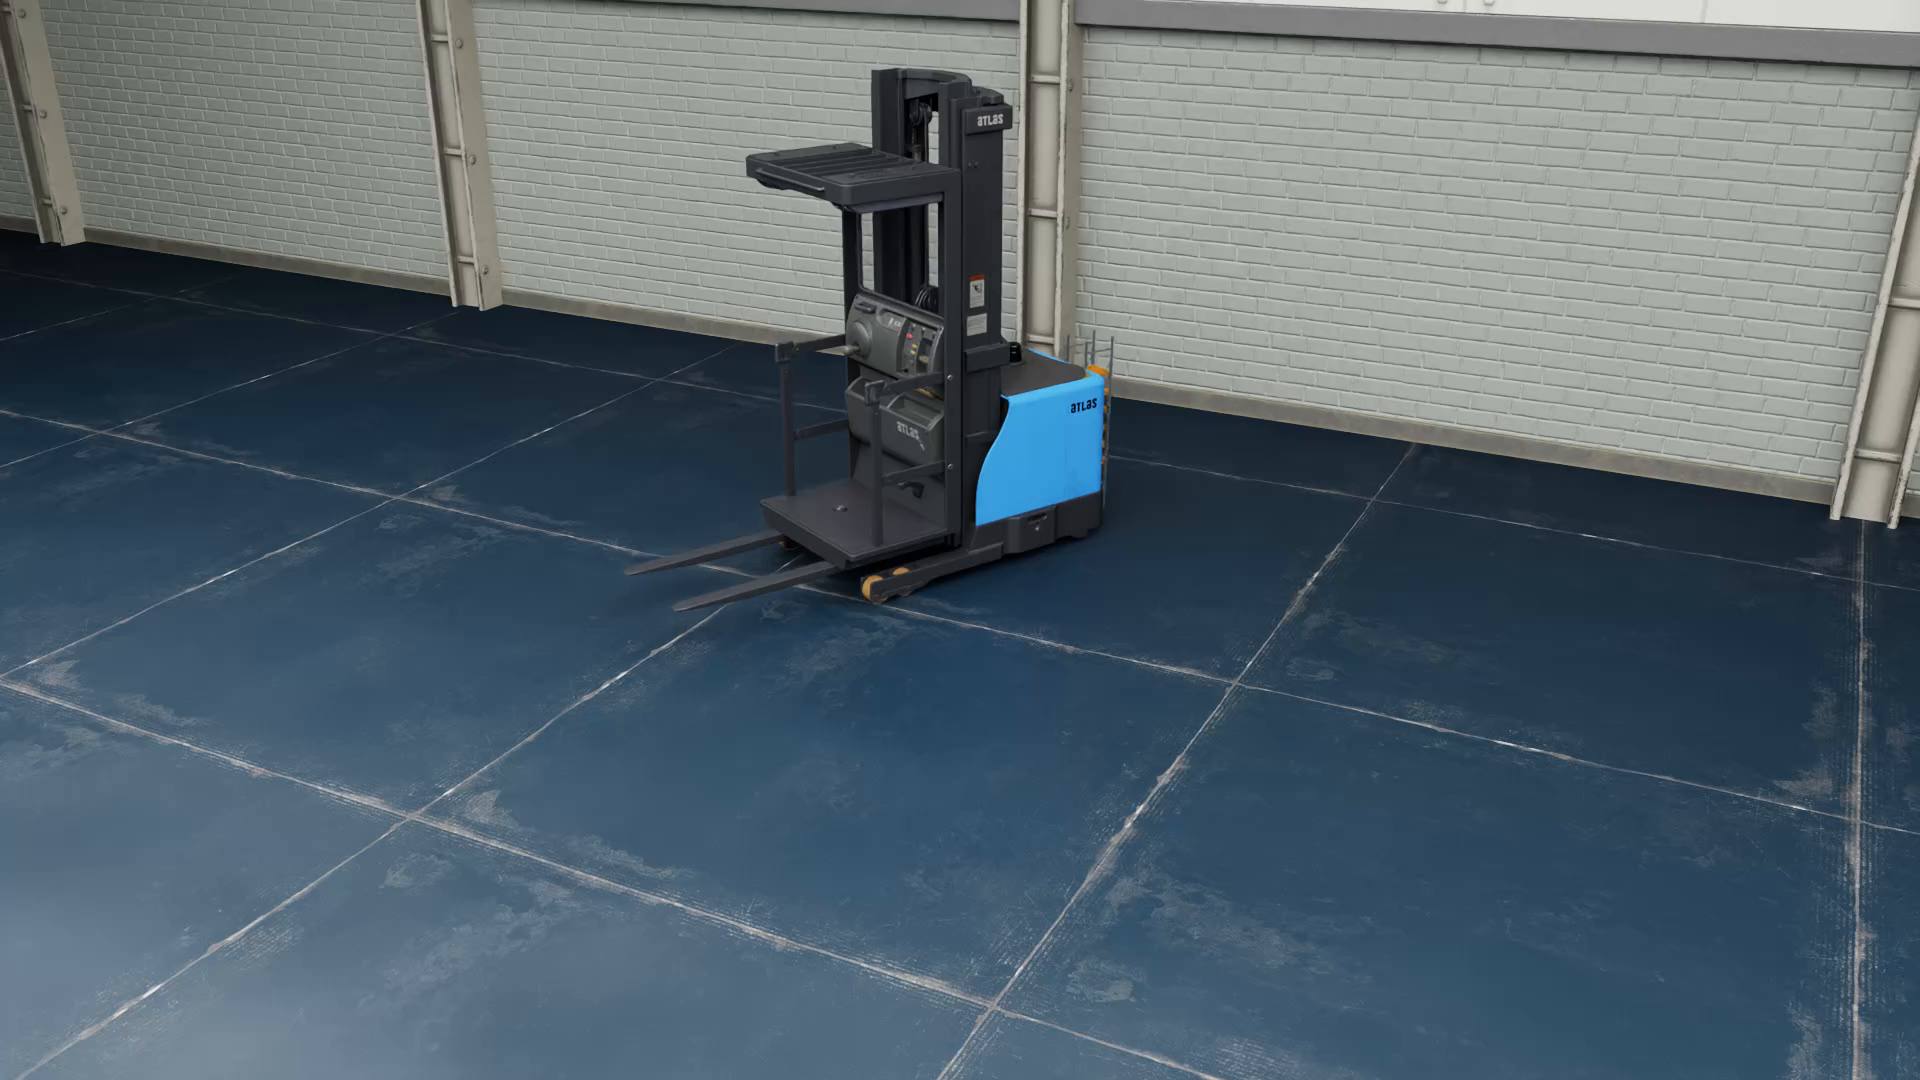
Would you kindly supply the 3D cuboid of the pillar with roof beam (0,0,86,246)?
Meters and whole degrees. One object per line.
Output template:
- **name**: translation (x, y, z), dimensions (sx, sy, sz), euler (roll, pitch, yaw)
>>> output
- **pillar with roof beam**: translation (-11.961, -5.977, 13.306), dimensions (0.400, 9.000, 9.100), euler (11, 25, 25)

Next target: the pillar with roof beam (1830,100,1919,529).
- **pillar with roof beam**: translation (4.103, -2.799, 5.832), dimensions (0.400, 9.000, 9.100), euler (11, 25, 25)

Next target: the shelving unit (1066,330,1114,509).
- **shelving unit**: translation (0.837, -0.772, 11.025), dimensions (0.258, 1.200, 0.189), euler (-15, 27, -34)

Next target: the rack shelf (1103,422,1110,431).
- **rack shelf**: translation (0.837, -0.731, 11.042), dimensions (0.258, 0.103, 0.180), euler (-15, 27, -34)

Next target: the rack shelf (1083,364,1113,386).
- **rack shelf**: translation (0.843, -1.064, 10.905), dimensions (0.258, 0.103, 0.180), euler (-15, 27, -34)

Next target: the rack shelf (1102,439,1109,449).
- **rack shelf**: translation (0.834, -0.620, 11.087), dimensions (0.258, 0.103, 0.180), euler (-15, 27, -34)

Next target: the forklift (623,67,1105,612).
- **forklift**: translation (-0.563, -1.205, 9.838), dimensions (3.031, 2.935, 1.130), euler (-16, 28, -33)

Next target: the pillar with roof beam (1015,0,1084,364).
- **pillar with roof beam**: translation (-1.252, -3.858, 8.323), dimensions (0.400, 9.000, 9.100), euler (11, 25, 25)

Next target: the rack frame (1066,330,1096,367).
- **rack frame**: translation (0.783, -0.801, 11.093), dimensions (0.240, 1.200, 0.006), euler (-15, 27, -34)

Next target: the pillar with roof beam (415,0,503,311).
- **pillar with roof beam**: translation (-6.607, -4.918, 10.815), dimensions (0.400, 9.000, 9.100), euler (11, 25, 25)

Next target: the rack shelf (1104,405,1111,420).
- **rack shelf**: translation (0.839, -0.842, 10.996), dimensions (0.258, 0.103, 0.180), euler (-15, 27, -34)

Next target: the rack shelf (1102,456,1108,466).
- **rack shelf**: translation (0.832, -0.509, 11.133), dimensions (0.258, 0.103, 0.180), euler (-15, 27, -34)

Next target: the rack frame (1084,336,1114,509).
- **rack frame**: translation (0.891, -0.743, 10.957), dimensions (0.240, 1.200, 0.006), euler (-15, 27, -34)

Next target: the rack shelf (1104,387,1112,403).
- **rack shelf**: translation (0.841, -0.953, 10.951), dimensions (0.258, 0.103, 0.180), euler (-15, 27, -34)
